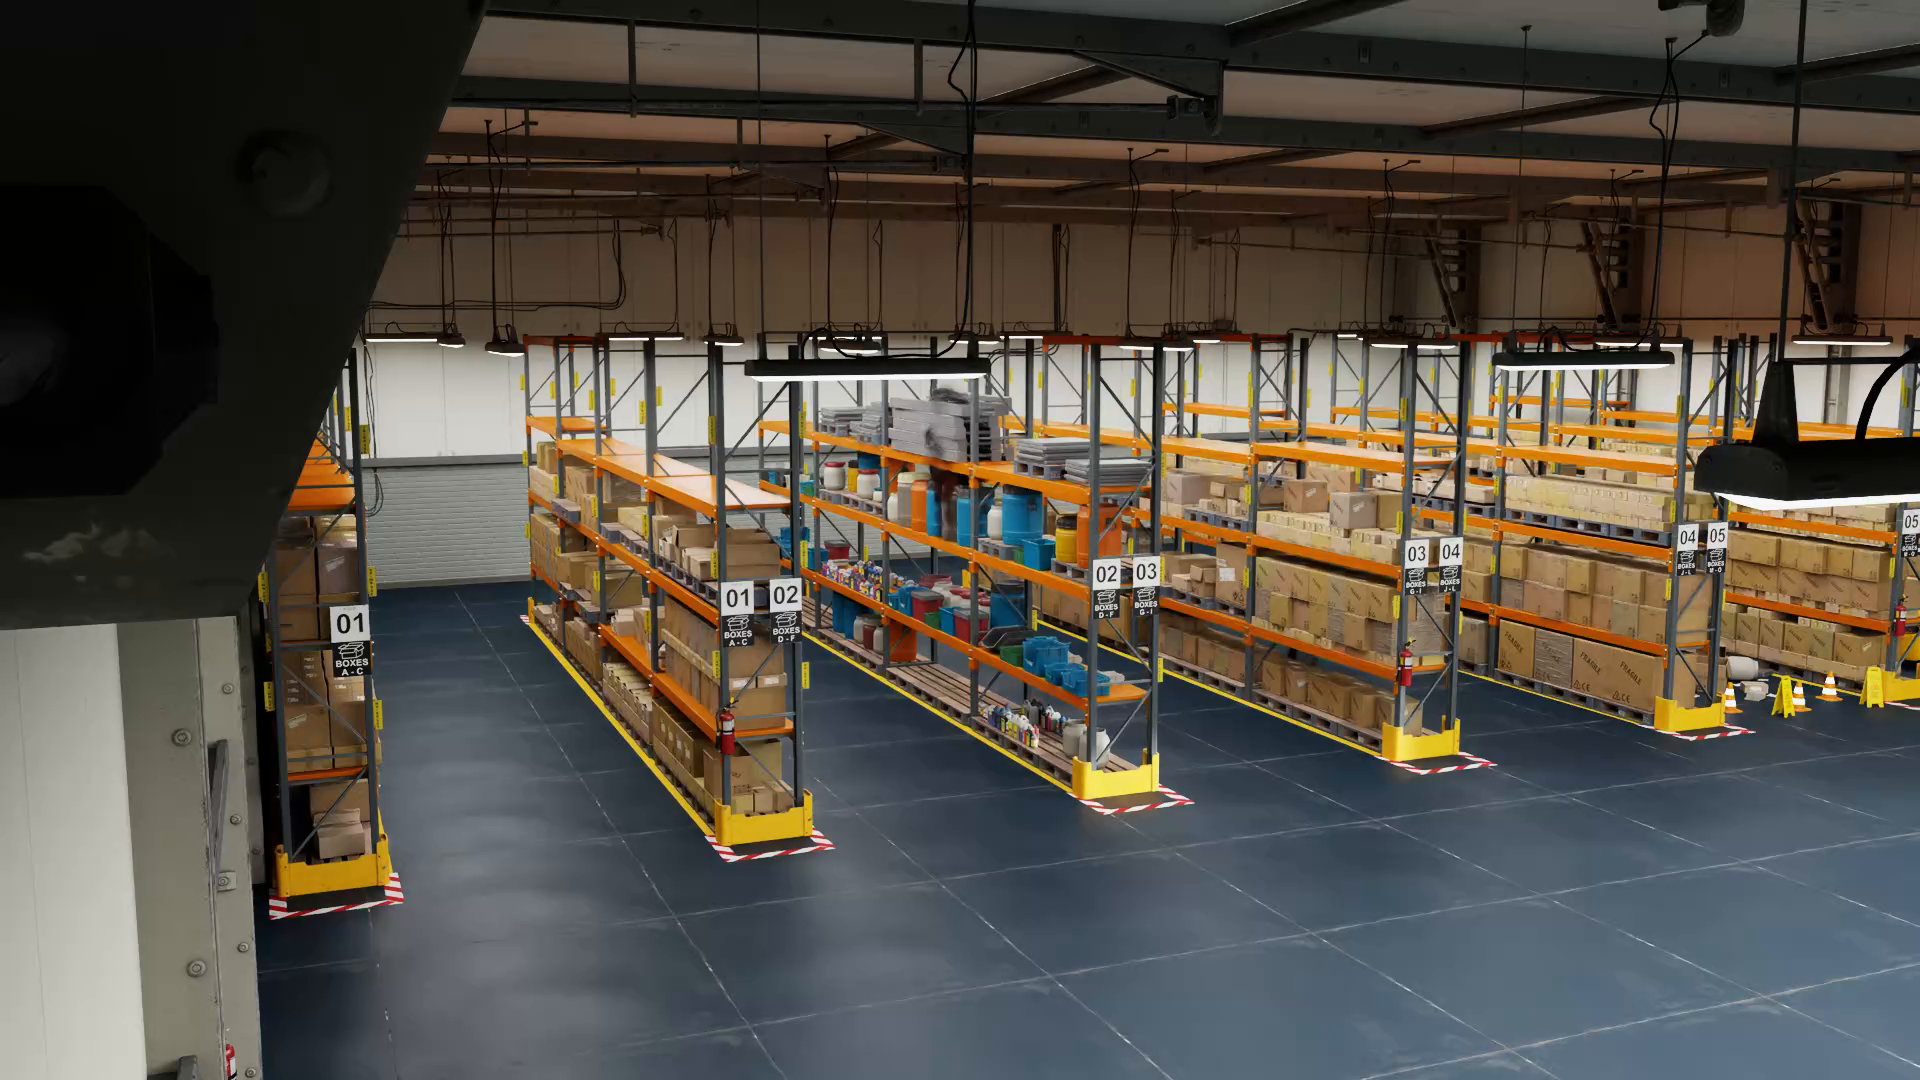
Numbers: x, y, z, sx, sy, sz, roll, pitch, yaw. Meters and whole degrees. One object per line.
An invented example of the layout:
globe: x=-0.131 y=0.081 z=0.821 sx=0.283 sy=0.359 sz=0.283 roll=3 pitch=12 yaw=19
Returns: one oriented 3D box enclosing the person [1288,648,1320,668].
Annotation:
person: x=6.266 y=1.602 z=30.042 sx=0.617 sy=1.601 sz=0.966 roll=-4 pitch=8 yaw=-25
